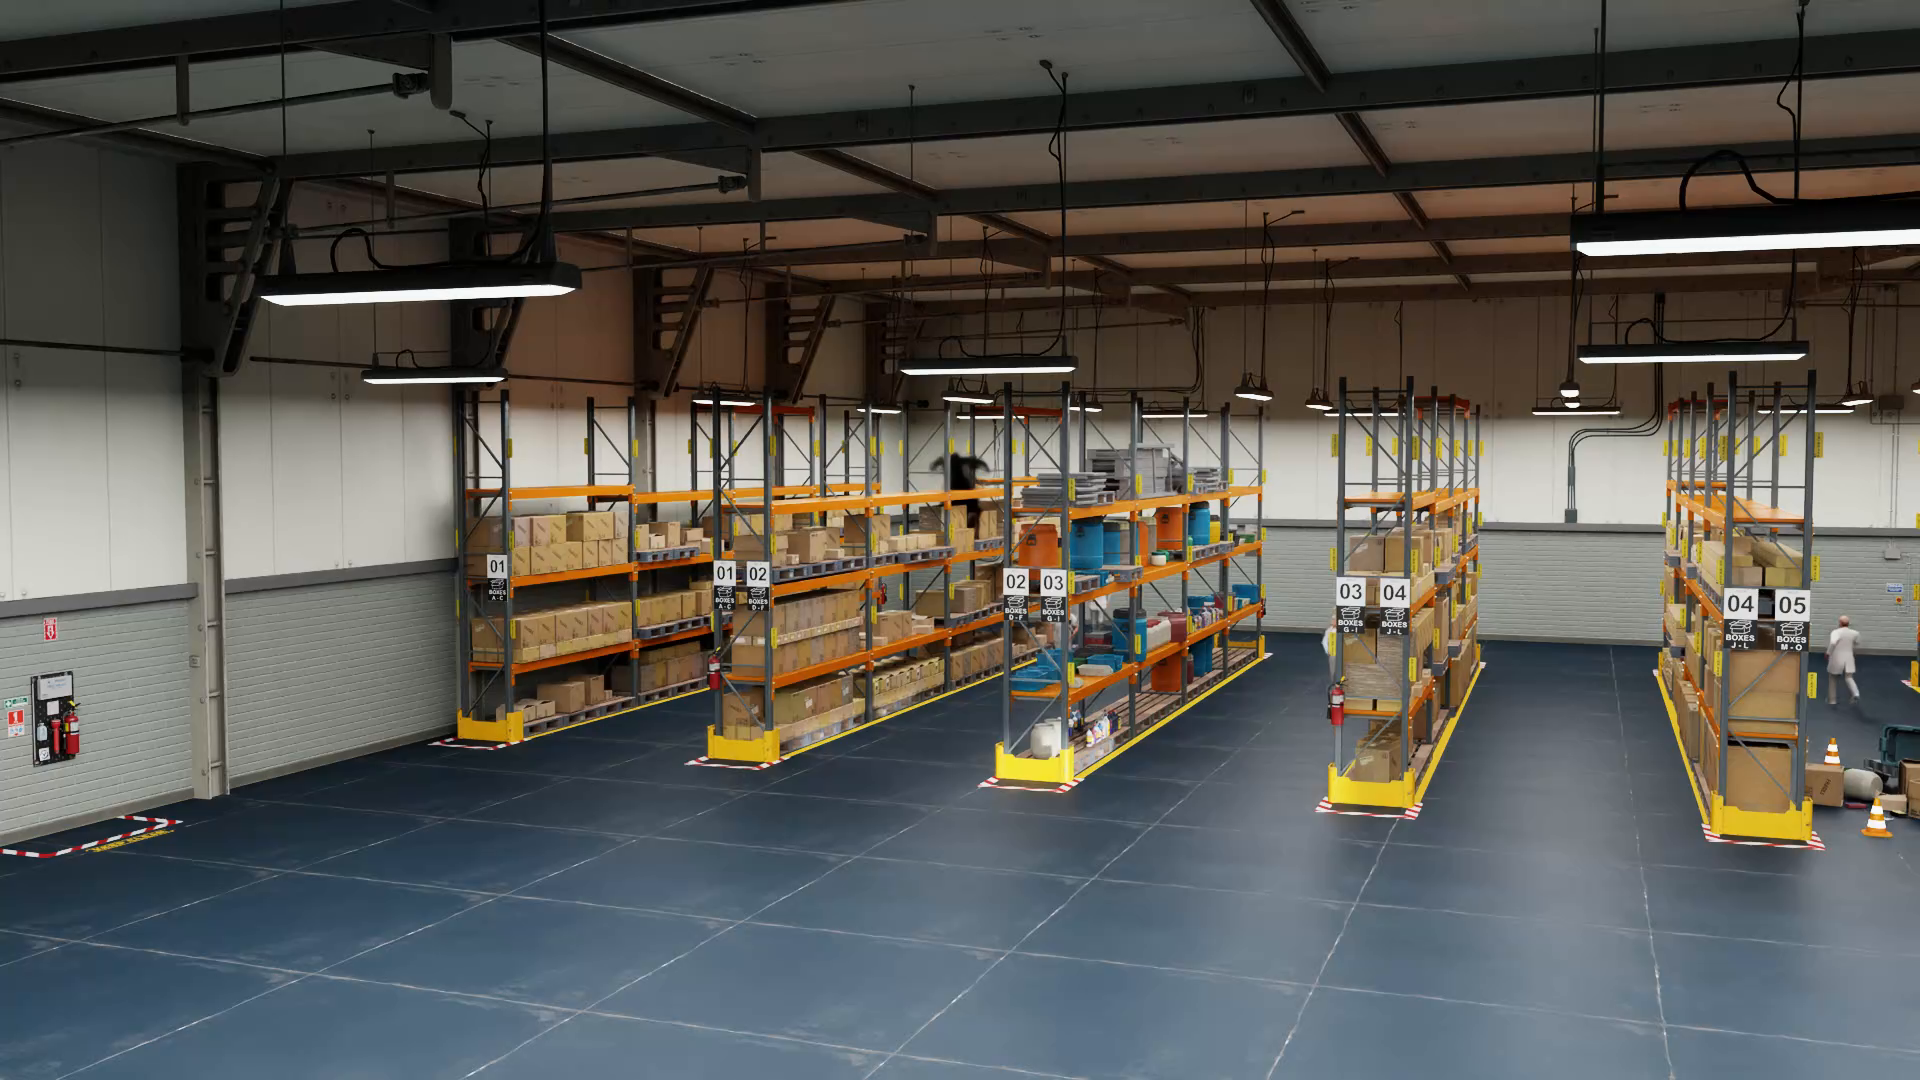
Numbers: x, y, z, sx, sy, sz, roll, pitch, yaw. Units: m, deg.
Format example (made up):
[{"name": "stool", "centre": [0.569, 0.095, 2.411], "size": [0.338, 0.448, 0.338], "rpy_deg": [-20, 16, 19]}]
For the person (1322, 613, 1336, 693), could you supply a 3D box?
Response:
[{"name": "person", "centre": [7.679, 2.320, 33.857], "size": [0.651, 1.658, 0.594], "rpy_deg": [2, 4, 27]}]

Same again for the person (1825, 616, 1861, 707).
[{"name": "person", "centre": [16.989, 2.330, 31.992], "size": [0.690, 1.752, 1.063], "rpy_deg": [0, 3, 5]}]

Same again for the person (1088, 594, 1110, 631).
[{"name": "person", "centre": [3.509, 1.781, 42.430], "size": [0.628, 1.833, 0.850], "rpy_deg": [0, 3, 9]}]

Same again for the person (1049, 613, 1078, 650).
[{"name": "person", "centre": [2.253, 2.172, 36.047], "size": [0.652, 1.713, 0.680], "rpy_deg": [0, 3, 4]}]
